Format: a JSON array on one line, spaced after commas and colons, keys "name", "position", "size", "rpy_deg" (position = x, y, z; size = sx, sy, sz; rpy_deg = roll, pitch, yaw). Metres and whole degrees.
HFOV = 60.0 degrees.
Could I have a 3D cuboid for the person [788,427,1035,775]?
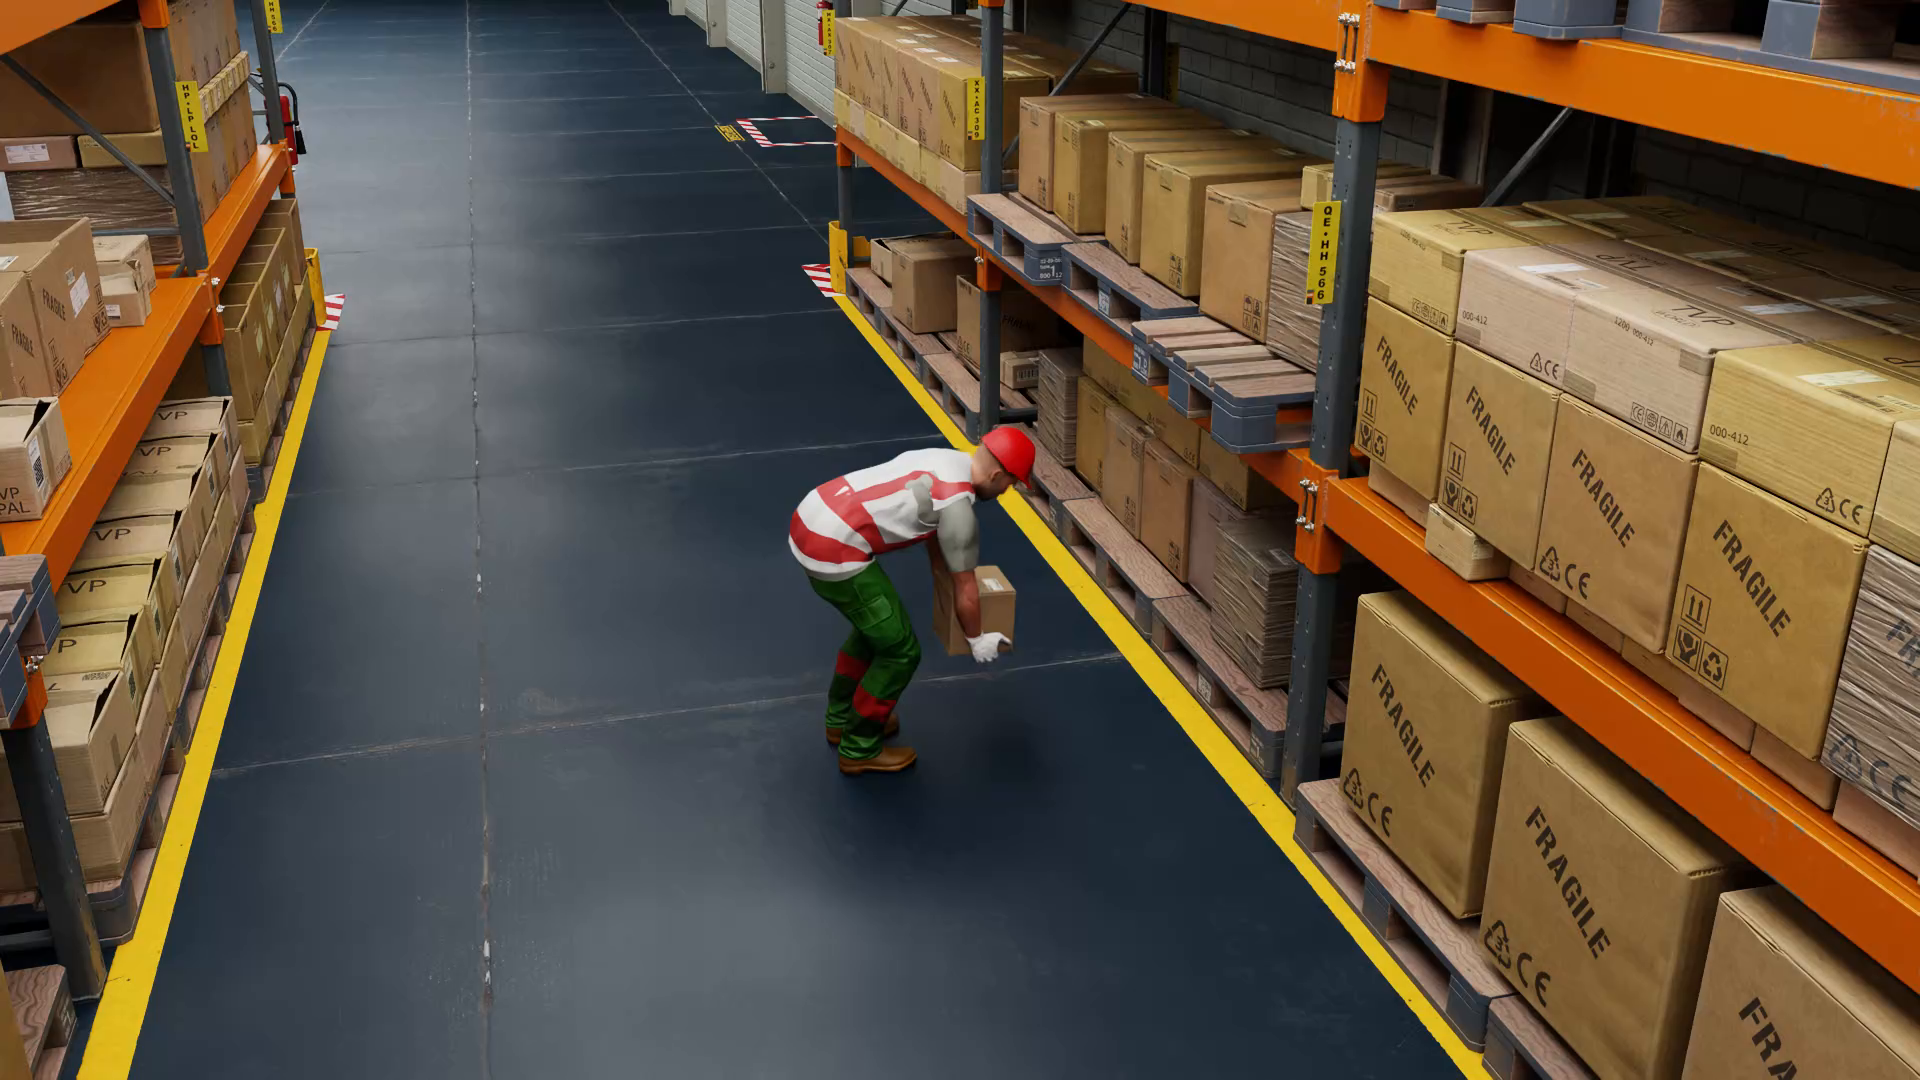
[{"name": "person", "position": [-0.166, 0.211, 6.244], "size": [0.928, 1.257, 0.509], "rpy_deg": [-7, 24, -16]}]
